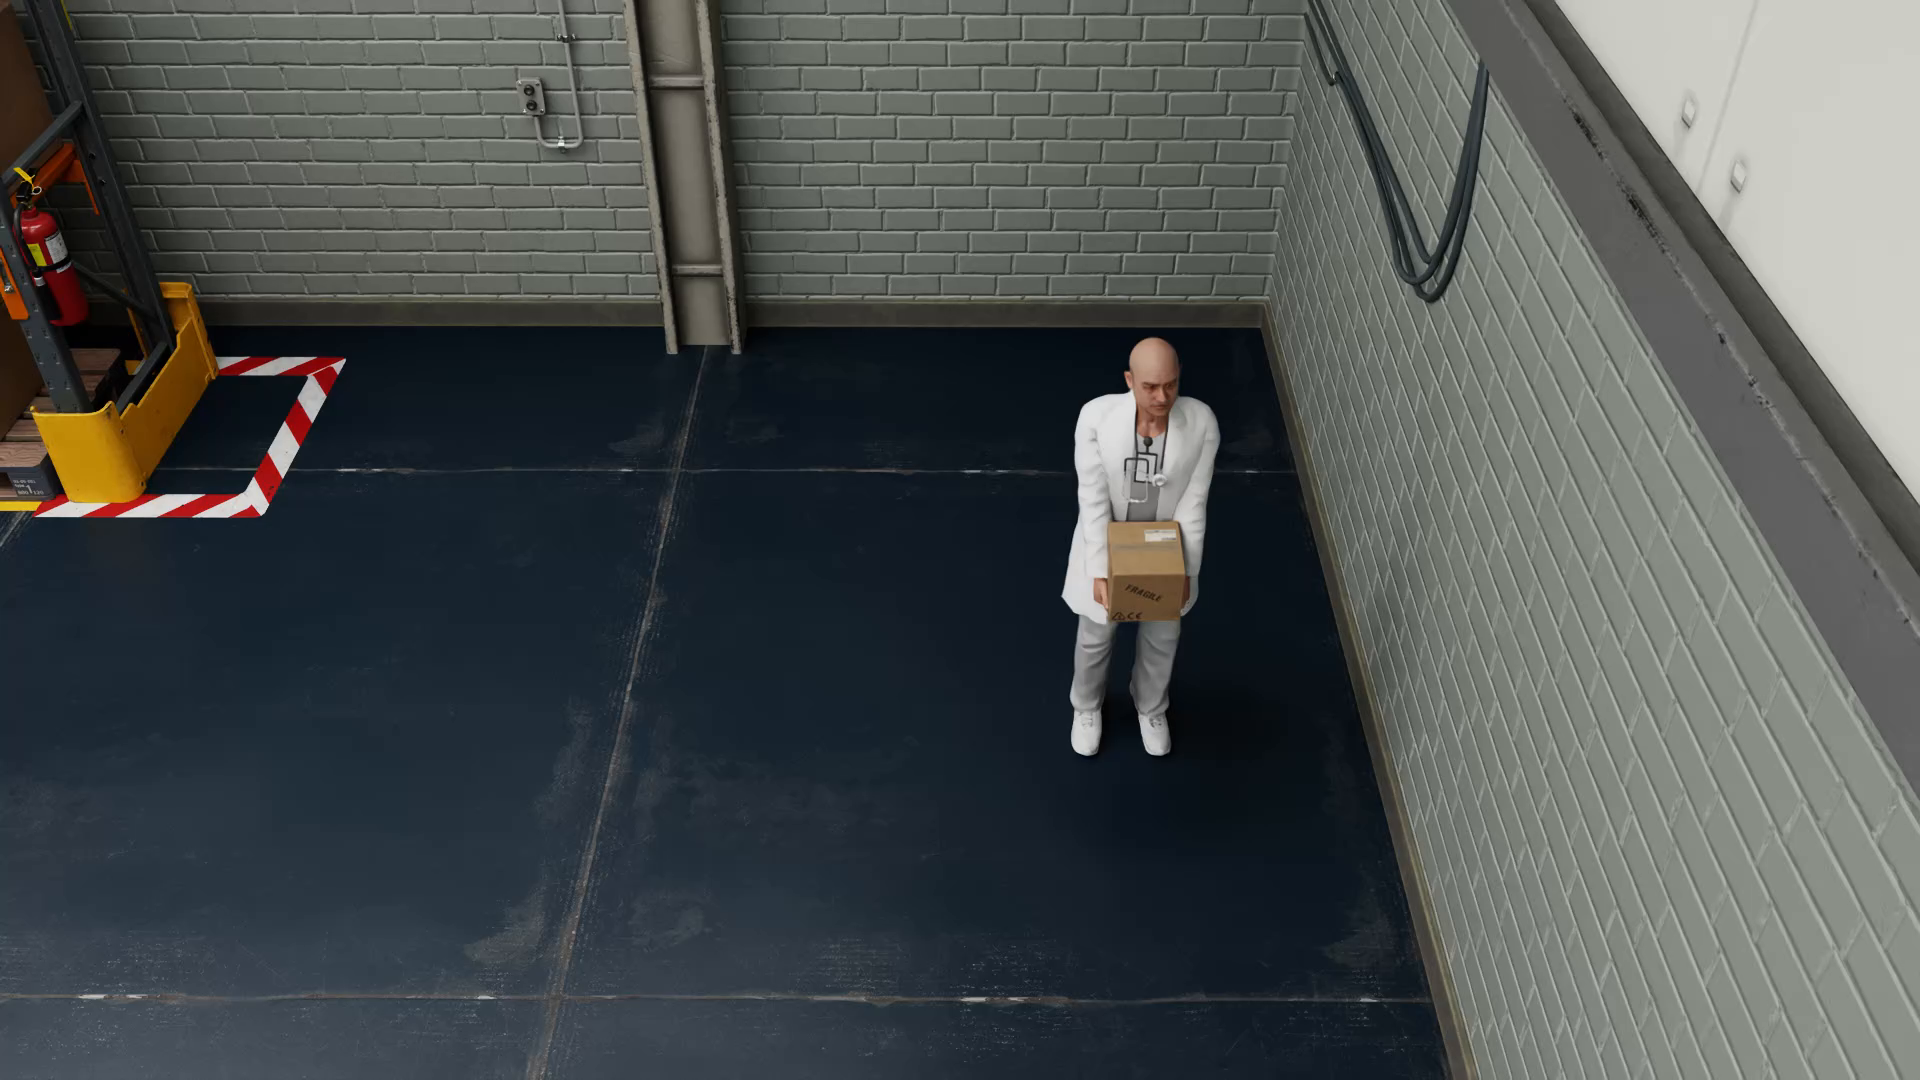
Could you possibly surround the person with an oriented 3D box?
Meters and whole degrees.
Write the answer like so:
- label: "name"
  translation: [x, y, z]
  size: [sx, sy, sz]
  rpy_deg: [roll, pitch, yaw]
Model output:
- label: "person"
  translation: [0.645, 0.104, 6.041]
  size: [0.528, 1.780, 0.560]
  rpy_deg: [-1, 39, -1]
